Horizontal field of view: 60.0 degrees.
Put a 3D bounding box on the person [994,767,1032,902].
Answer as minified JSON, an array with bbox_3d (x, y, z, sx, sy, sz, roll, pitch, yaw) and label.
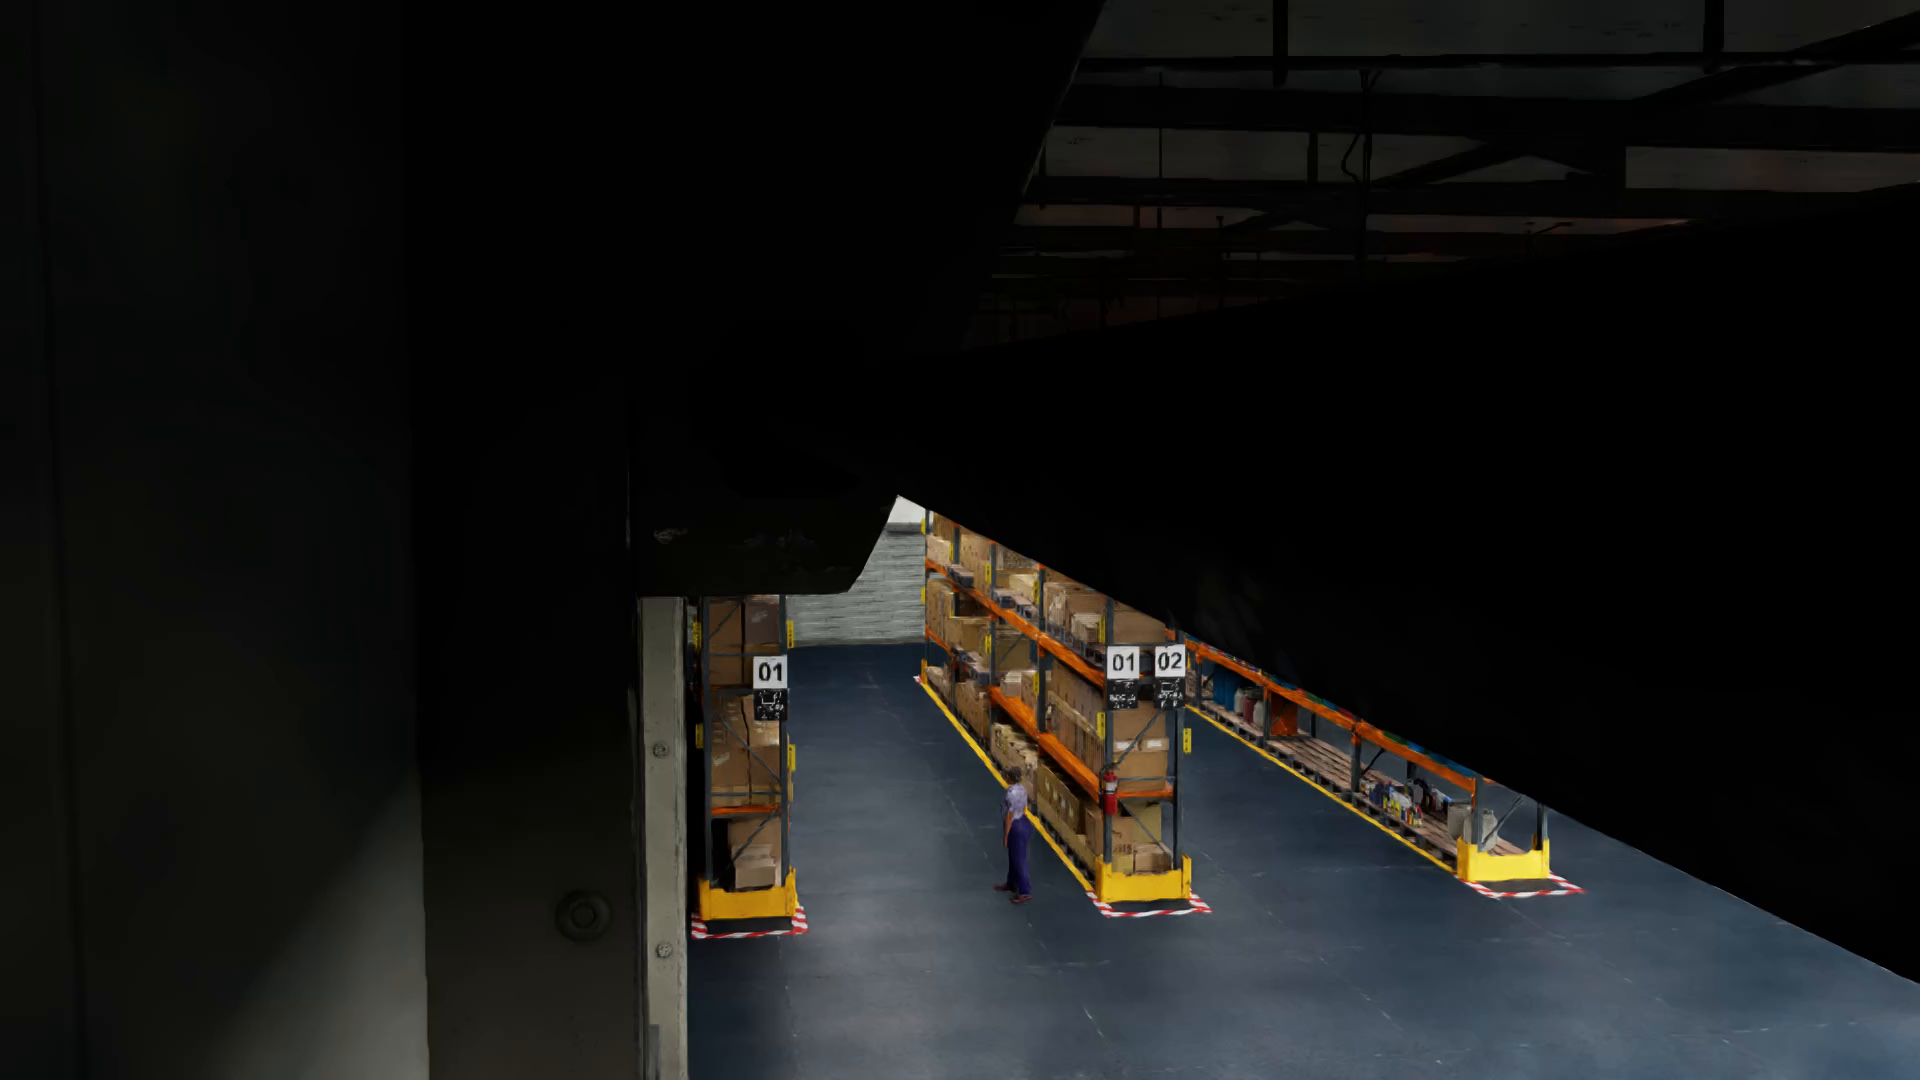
[{"bbox_3d":[0.666,3.662,20.897,0.549,1.642,0.599,2,5,17],"label":"person"}]
